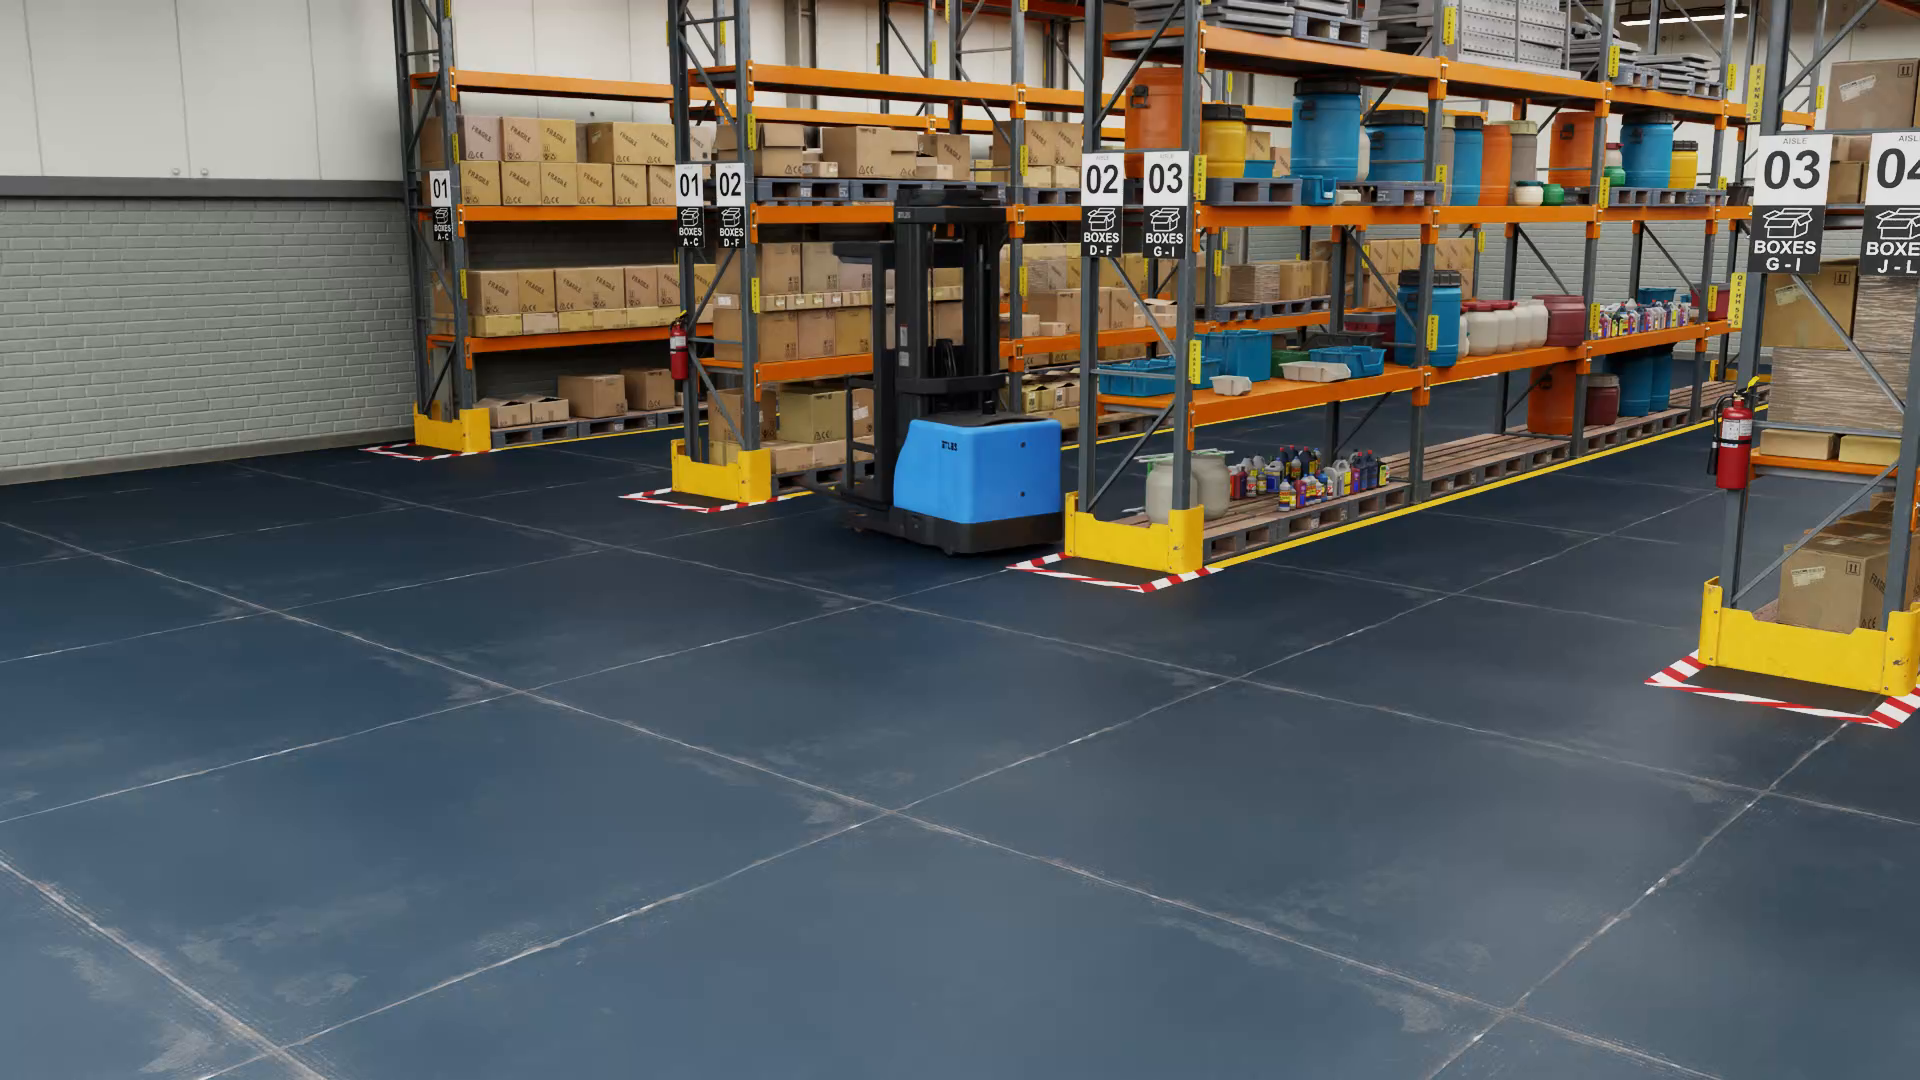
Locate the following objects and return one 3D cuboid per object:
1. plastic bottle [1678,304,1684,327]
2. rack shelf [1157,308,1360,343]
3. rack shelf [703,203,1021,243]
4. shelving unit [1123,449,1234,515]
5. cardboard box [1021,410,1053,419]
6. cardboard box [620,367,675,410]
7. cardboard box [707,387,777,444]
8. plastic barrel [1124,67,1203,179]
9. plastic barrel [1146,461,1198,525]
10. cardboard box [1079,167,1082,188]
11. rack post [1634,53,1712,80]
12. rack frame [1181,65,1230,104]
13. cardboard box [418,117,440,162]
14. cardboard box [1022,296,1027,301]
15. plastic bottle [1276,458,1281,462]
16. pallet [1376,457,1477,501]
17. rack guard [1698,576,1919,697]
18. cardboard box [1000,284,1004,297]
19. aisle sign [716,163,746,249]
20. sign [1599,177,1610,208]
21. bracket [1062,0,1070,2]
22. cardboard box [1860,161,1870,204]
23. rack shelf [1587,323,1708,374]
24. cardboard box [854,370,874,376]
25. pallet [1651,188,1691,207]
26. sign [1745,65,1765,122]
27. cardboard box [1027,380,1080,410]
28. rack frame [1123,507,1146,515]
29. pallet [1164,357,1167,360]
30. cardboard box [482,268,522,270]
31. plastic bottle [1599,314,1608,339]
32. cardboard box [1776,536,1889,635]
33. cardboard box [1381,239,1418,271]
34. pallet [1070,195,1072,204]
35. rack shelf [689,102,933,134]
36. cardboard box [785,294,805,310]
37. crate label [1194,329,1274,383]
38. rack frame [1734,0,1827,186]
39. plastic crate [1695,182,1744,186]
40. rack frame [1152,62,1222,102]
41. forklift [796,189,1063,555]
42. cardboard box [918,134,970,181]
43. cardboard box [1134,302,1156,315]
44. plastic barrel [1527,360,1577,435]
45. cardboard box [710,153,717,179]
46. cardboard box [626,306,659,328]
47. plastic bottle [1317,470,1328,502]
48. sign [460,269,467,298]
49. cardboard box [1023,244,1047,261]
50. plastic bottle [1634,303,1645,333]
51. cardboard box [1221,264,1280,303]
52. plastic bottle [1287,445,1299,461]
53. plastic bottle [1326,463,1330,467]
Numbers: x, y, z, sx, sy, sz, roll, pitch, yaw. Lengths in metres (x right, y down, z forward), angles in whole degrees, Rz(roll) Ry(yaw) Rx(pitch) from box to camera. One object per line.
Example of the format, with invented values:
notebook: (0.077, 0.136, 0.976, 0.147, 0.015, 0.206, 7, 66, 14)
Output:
plastic bottle: (9.155, -2.854, 21.140, 0.061, 0.283, 0.133, 10, 15, 40)
rack shelf: (4.252, -3.045, 23.634, 1.077, 0.370, 4.000, 10, 15, 40)
rack shelf: (-1.029, -3.339, 17.448, 1.077, 0.370, 4.000, 10, 15, 40)
shelving unit: (2.068, -0.556, 15.662, 1.200, 0.503, 0.258, -7, 13, -37)
cardboard box: (0.744, -1.400, 19.509, 0.500, 0.250, 0.500, 9, 15, 39)
cardboard box: (-4.087, -1.987, 21.760, 0.500, 0.500, 0.500, 8, 14, 36)
cardboard box: (-2.219, -1.269, 16.940, 0.500, 0.500, 0.500, 10, 15, 40)
plastic barrel: (1.595, -3.261, 13.052, 0.600, 0.830, 0.708, 10, 15, 40)
plastic barrel: (1.746, -0.378, 13.725, 0.421, 0.512, 0.421, 0, 11, 0)
cardboard box: (1.599, -4.392, 20.193, 0.500, 0.250, 0.500, 8, 14, 36)
rack post: (8.711, -5.836, 20.648, 0.937, 0.300, 0.954, 9, 15, 39)
rack frame: (4.489, -7.862, 30.600, 1.000, 3.000, 0.127, 10, 15, 40)
cardboard box: (-5.984, -4.684, 19.485, 0.500, 0.500, 0.500, 11, 15, 43)
cardboard box: (0.967, -3.951, 26.924, 0.380, 0.149, 0.250, 9, 15, 39)
plastic bottle: (2.972, -0.632, 15.562, 0.097, 0.271, 0.097, 0, 11, 0)
pallet: (4.499, -0.627, 16.812, 1.003, 0.211, 1.213, 10, 15, 40)
rack guard: (5.140, 0.570, 10.083, 1.175, 0.500, 0.348, 10, 15, 40)
cardboard box: (0.273, -2.814, 18.732, 0.380, 0.149, 0.250, 10, 15, 40)
aisle sign: (-2.162, -3.152, 15.697, 0.394, 0.787, 0.004, 10, 15, 40)
sign: (7.068, -3.812, 18.247, 0.100, 0.325, 0.005, 10, 15, 40)
bracket: (1.654, -9.147, 27.841, 0.235, 0.232, 0.430, 10, 15, 40)
cardboard box: (5.602, -2.080, 9.691, 0.500, 0.250, 0.500, 10, 15, 42)
rack shelf: (7.970, -2.404, 20.425, 1.077, 0.370, 4.000, 10, 15, 40)
cardboard box: (-1.655, -2.560, 24.628, 0.700, 0.500, 0.500, 10, 15, 40)
pallet: (8.100, -4.134, 20.075, 1.003, 0.211, 1.213, 10, 15, 40)
sign: (4.686, -2.625, 9.776, 0.100, 0.325, 0.005, 10, 15, 40)
cardboard box: (1.086, -1.749, 19.826, 0.500, 0.311, 0.500, 10, 15, 40)
rack frame: (2.065, -0.316, 15.707, 1.200, 0.015, 0.240, -7, 13, -37)
pallet: (4.020, -3.425, 30.821, 1.003, 0.211, 1.213, 10, 15, 40)
cardboard box: (-5.581, -3.040, 20.190, 0.500, 0.500, 0.500, 10, 15, 41)
plastic bottle: (7.430, -2.470, 19.215, 0.061, 0.283, 0.133, 10, 15, 40)
cardboard box: (5.515, 0.285, 10.435, 0.500, 0.500, 0.500, -9, 14, -37)
cardboard box: (6.775, -4.416, 25.853, 0.500, 0.500, 0.500, 9, 15, 39)
pallet: (1.815, -4.205, 20.432, 1.003, 0.211, 1.213, 11, 16, 43)
rack shelf: (-2.112, -5.842, 23.343, 1.077, 0.370, 4.000, 10, 15, 40)
cardboard box: (-1.756, -2.363, 16.470, 0.380, 0.149, 0.250, 9, 15, 39)
crate label: (2.381, -1.609, 14.516, 0.502, 0.435, 0.616, 10, 15, 40)
rack frame: (11.931, -6.581, 24.187, 1.000, 3.000, 0.127, 10, 15, 40)
plastic crate: (10.716, -4.891, 23.539, 0.504, 0.338, 0.767, 10, 15, 40)
rack frame: (2.932, -6.045, 21.503, 1.000, 3.000, 0.127, 10, 15, 40)
forklift: (-0.407, -1.552, 14.500, 1.130, 2.935, 3.031, -8, 14, -35)
cardboard box: (-0.239, -4.269, 18.585, 0.500, 0.500, 0.500, -11, 15, -43)
cardboard box: (2.196, -2.953, 21.566, 0.500, 0.311, 0.500, 10, 15, 40)
plastic barrel: (6.960, -1.678, 19.424, 0.600, 0.830, 0.708, 10, 15, 40)
cardboard box: (-3.011, -4.951, 22.354, 0.500, 0.500, 0.500, -9, 15, -39)
cardboard box: (-4.173, -2.834, 21.074, 0.500, 0.250, 0.500, 10, 15, 40)
plastic bottle: (3.226, -0.485, 14.822, 0.097, 0.271, 0.097, 0, 11, 0)
sign: (-5.665, -2.921, 18.966, 0.100, 0.325, 0.005, 10, 15, 40)
cardboard box: (1.051, -4.653, 26.871, 0.500, 0.250, 0.500, 10, 15, 41)
plastic bottle: (8.202, -2.687, 20.133, 0.144, 0.351, 0.185, 10, 15, 40)
cardboard box: (4.010, -3.575, 23.127, 0.500, 0.500, 0.700, -9, 14, -37)
plastic bottle: (3.165, -0.726, 15.826, 0.144, 0.351, 0.185, 10, 15, 42)
plastic bottle: (3.367, -0.559, 15.165, 0.061, 0.283, 0.133, 10, 15, 40)
